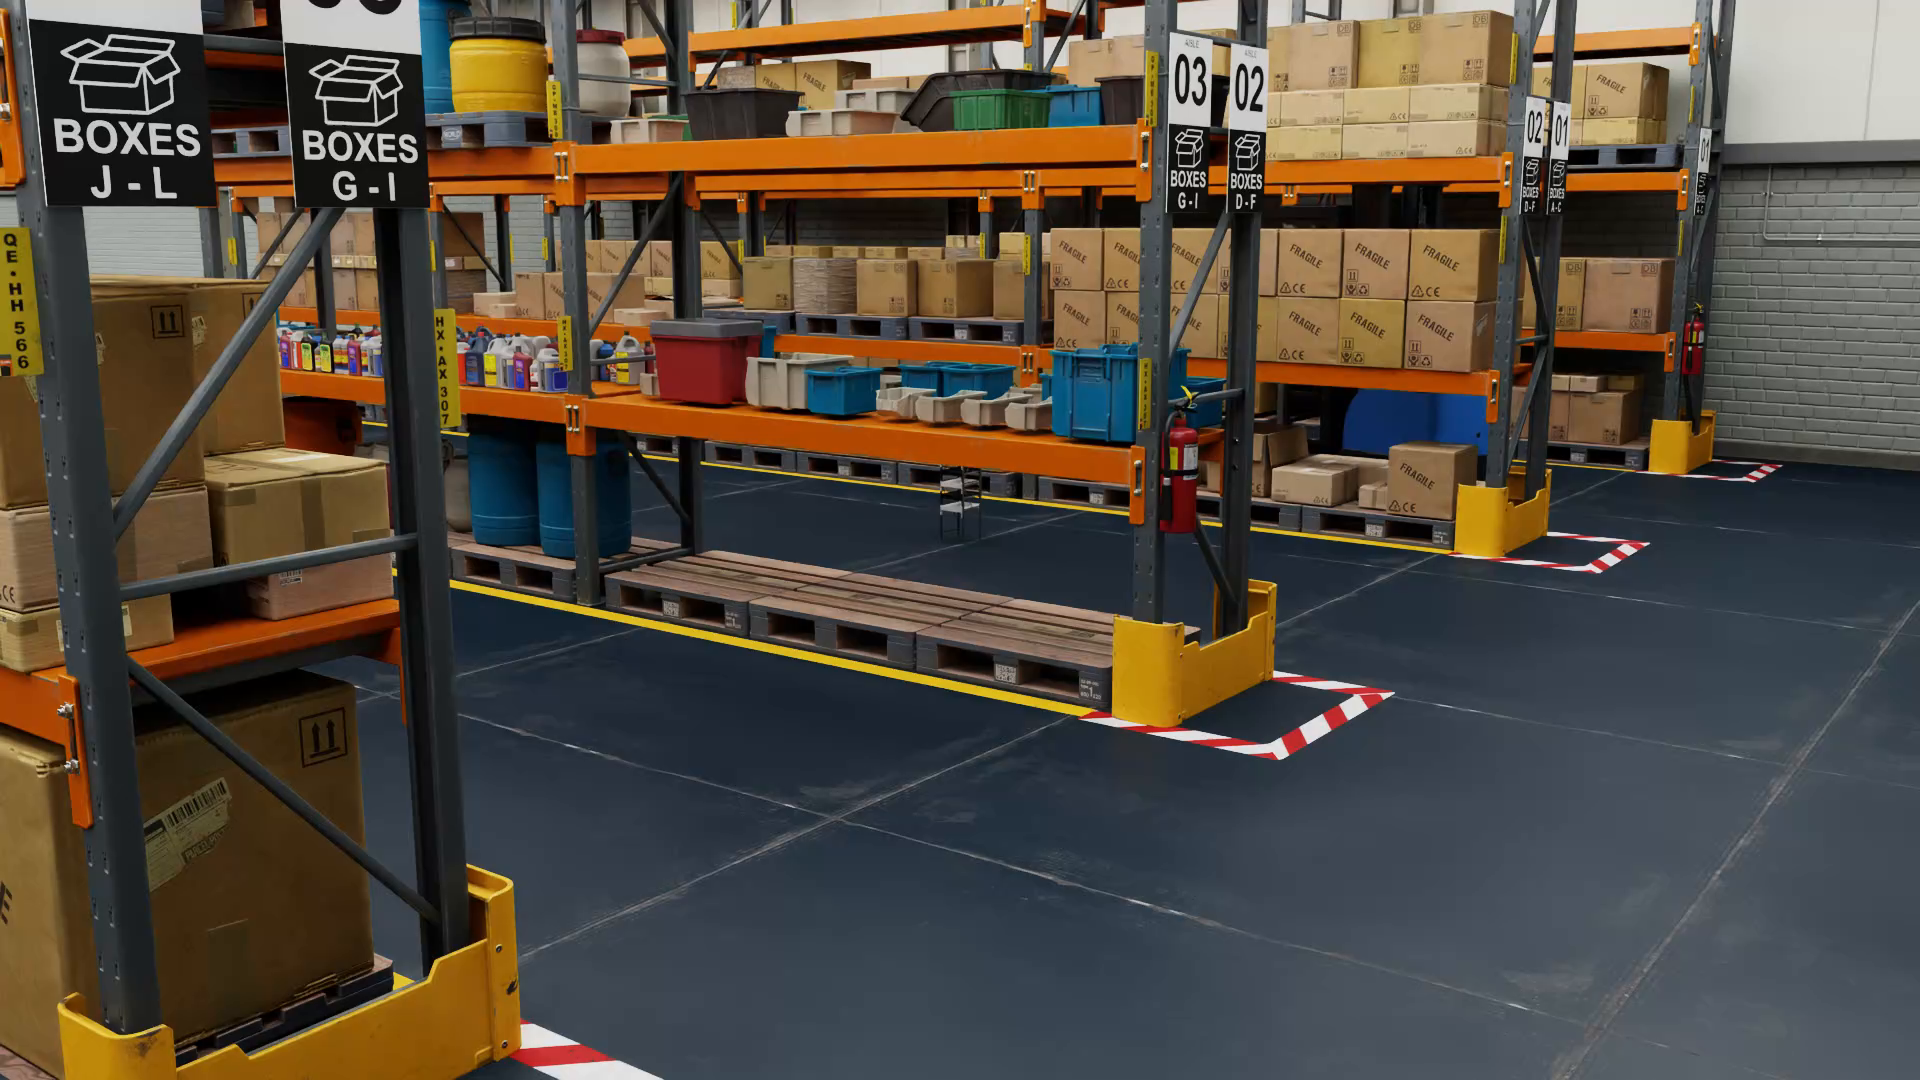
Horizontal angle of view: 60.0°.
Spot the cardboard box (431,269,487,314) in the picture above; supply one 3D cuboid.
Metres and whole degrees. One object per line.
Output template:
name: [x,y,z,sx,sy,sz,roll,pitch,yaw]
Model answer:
cardboard box: [-5.928,-2.888,19.298,0.500,0.500,0.700,8,13,34]

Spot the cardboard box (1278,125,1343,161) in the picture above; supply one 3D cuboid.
cardboard box: [2.728,-2.970,12.480,0.500,0.250,0.500,8,13,36]

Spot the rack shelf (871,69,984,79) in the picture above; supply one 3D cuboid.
rack shelf: [-1.026,-5.720,21.351,4.000,0.370,1.077,8,13,36]

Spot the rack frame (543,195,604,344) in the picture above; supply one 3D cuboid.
rack frame: [-5.862,-3.999,25.301,0.127,3.000,1.000,8,13,36]

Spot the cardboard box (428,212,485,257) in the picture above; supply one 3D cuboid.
cardboard box: [-5.928,-3.525,19.175,0.500,0.500,0.700,8,14,36]

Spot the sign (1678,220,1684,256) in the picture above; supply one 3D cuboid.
sign: [6.702,-2.803,15.449,0.005,0.325,0.100,8,13,36]

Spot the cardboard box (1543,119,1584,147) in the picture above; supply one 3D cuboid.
cardboard box: [5.867,-3.954,16.200,0.500,0.250,0.500,7,13,33]

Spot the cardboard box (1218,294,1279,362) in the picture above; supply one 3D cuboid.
cardboard box: [2.358,-1.670,13.002,0.500,0.500,0.500,8,13,35]

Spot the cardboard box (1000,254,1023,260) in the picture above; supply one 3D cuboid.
cardboard box: [0.826,-3.210,20.128,0.500,0.500,0.500,8,14,37]

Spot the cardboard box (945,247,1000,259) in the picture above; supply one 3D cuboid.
cardboard box: [0.202,-3.416,20.866,0.500,0.500,0.700,6,13,29]

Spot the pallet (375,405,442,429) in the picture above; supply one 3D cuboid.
pallet: [-6.183,-1.517,19.815,1.213,0.211,1.003,8,13,36]

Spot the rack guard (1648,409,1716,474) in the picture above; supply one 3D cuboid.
rack guard: [7.054,-0.970,16.227,0.348,0.500,1.175,8,13,36]

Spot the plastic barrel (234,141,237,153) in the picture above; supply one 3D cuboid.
plastic barrel: [-5.507,-2.999,12.645,0.294,0.245,0.294,0,11,0]

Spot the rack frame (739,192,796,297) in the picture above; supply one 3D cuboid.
rack frame: [-2.638,-3.549,22.977,0.127,3.000,1.000,8,13,36]

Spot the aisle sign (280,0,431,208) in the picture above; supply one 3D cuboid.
aisle sign: [-1.526,-1.239,4.193,0.004,0.787,0.394,8,13,36]

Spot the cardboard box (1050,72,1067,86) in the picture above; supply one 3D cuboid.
cardboard box: [0.519,-3.736,14.413,0.600,0.600,0.600,6,13,30]

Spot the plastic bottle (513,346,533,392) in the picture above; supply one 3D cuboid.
plastic bottle: [-2.776,-1.089,10.571,0.133,0.283,0.061,8,13,36]

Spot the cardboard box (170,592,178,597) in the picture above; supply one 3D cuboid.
cardboard box: [-2.266,0.051,5.032,0.250,0.149,0.380,8,13,34]

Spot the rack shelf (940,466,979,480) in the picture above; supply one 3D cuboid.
rack shelf: [0.007,-0.497,12.429,0.200,0.077,0.258,8,13,36]

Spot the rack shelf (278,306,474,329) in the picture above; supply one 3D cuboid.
rack shelf: [-7.179,-2.662,20.285,4.000,0.370,1.077,8,13,36]

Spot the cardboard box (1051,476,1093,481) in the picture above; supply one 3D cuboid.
cardboard box: [1.092,-0.706,14.204,0.500,0.311,0.500,8,13,36]

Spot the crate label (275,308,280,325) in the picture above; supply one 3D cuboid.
crate label: [-5.918,-1.753,13.600,0.616,0.435,0.502,8,13,36]

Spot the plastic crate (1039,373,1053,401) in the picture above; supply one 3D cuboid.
plastic crate: [0.636,-0.783,8.960,0.300,0.233,0.416,8,13,36]

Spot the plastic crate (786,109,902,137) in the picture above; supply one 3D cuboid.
plastic crate: [-0.642,-2.221,8.908,0.530,0.136,0.437,8,13,36]

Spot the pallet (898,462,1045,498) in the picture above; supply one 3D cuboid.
pallet: [0.203,-0.607,15.113,1.213,0.211,1.003,8,13,36]

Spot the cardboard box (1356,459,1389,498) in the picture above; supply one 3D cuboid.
cardboard box: [3.432,-0.468,13.131,0.500,0.250,0.500,8,13,36]

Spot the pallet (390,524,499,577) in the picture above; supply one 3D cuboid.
pallet: [-3.638,0.006,11.943,1.213,0.211,1.003,8,13,36]

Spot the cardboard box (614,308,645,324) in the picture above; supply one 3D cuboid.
cardboard box: [-3.404,-2.352,17.450,0.250,0.149,0.380,9,14,40]

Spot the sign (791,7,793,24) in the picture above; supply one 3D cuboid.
sign: [-2.314,-7.116,22.746,0.005,0.325,0.100,8,13,36]

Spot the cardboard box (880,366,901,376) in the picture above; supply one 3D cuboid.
cardboard box: [-0.575,-1.508,15.876,0.500,0.250,0.500,8,13,34]

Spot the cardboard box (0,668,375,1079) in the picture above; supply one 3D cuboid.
cardboard box: [-2.325,0.852,4.714,0.875,0.875,0.875,8,13,36]

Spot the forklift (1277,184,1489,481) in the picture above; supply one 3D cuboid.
forklift: [3.651,-2.103,15.683,1.130,2.935,3.031,-8,13,-35]

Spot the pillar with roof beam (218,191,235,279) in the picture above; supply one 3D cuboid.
pillar with roof beam: [-17.006,-7.688,28.576,0.548,9.000,9.100,8,13,36]

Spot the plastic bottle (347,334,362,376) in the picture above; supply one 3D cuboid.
plastic bottle: [-4.216,-1.290,11.609,0.133,0.283,0.061,8,13,36]

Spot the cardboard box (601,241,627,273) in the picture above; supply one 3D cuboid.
cardboard box: [-4.850,-4.087,24.127,0.500,0.500,0.500,7,13,34]

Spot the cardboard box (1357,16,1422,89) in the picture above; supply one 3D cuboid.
cardboard box: [3.329,-3.578,12.335,0.500,0.500,0.700,8,13,36]

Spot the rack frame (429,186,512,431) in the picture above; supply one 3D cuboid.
rack frame: [-5.567,-2.790,19.055,0.127,3.000,1.000,8,13,36]

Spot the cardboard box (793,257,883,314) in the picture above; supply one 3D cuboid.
cardboard box: [-1.144,-2.410,15.721,0.700,0.500,0.500,-10,15,-42]

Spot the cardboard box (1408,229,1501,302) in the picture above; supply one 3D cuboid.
cardboard box: [3.584,-1.989,12.018,0.500,0.500,0.500,8,13,35]

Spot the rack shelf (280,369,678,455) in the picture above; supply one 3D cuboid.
rack shelf: [-3.666,-1.004,11.719,4.000,0.370,1.077,8,13,36]

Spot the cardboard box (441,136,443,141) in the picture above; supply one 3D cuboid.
cardboard box: [-5.817,-4.684,19.208,0.500,0.500,0.500,9,14,40]

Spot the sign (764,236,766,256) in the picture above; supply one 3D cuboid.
sign: [-2.029,-2.954,17.062,0.005,0.325,0.100,8,13,36]

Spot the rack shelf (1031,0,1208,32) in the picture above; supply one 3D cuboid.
rack shelf: [2.493,-4.256,12.742,4.000,0.370,1.077,8,13,36]

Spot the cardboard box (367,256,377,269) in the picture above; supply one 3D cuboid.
cardboard box: [-6.732,-3.270,19.565,0.250,0.149,0.380,8,13,35]

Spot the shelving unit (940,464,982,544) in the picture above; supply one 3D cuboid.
shelving unit: [0.007,-0.441,12.439,0.210,0.900,0.258,8,13,36]

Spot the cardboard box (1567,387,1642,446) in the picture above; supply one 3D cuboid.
cardboard box: [6.411,-1.242,16.528,0.500,0.500,0.700,8,13,36]

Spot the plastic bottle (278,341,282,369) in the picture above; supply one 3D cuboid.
plastic bottle: [-4.965,-1.359,12.178,0.097,0.201,0.097,0,11,0]

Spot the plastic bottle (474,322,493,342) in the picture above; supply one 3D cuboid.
plastic bottle: [-3.418,-1.390,11.945,0.185,0.351,0.144,8,13,36]

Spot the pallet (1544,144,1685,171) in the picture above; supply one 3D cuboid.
pallet: [6.430,-3.711,16.149,1.213,0.211,1.003,8,13,36]
